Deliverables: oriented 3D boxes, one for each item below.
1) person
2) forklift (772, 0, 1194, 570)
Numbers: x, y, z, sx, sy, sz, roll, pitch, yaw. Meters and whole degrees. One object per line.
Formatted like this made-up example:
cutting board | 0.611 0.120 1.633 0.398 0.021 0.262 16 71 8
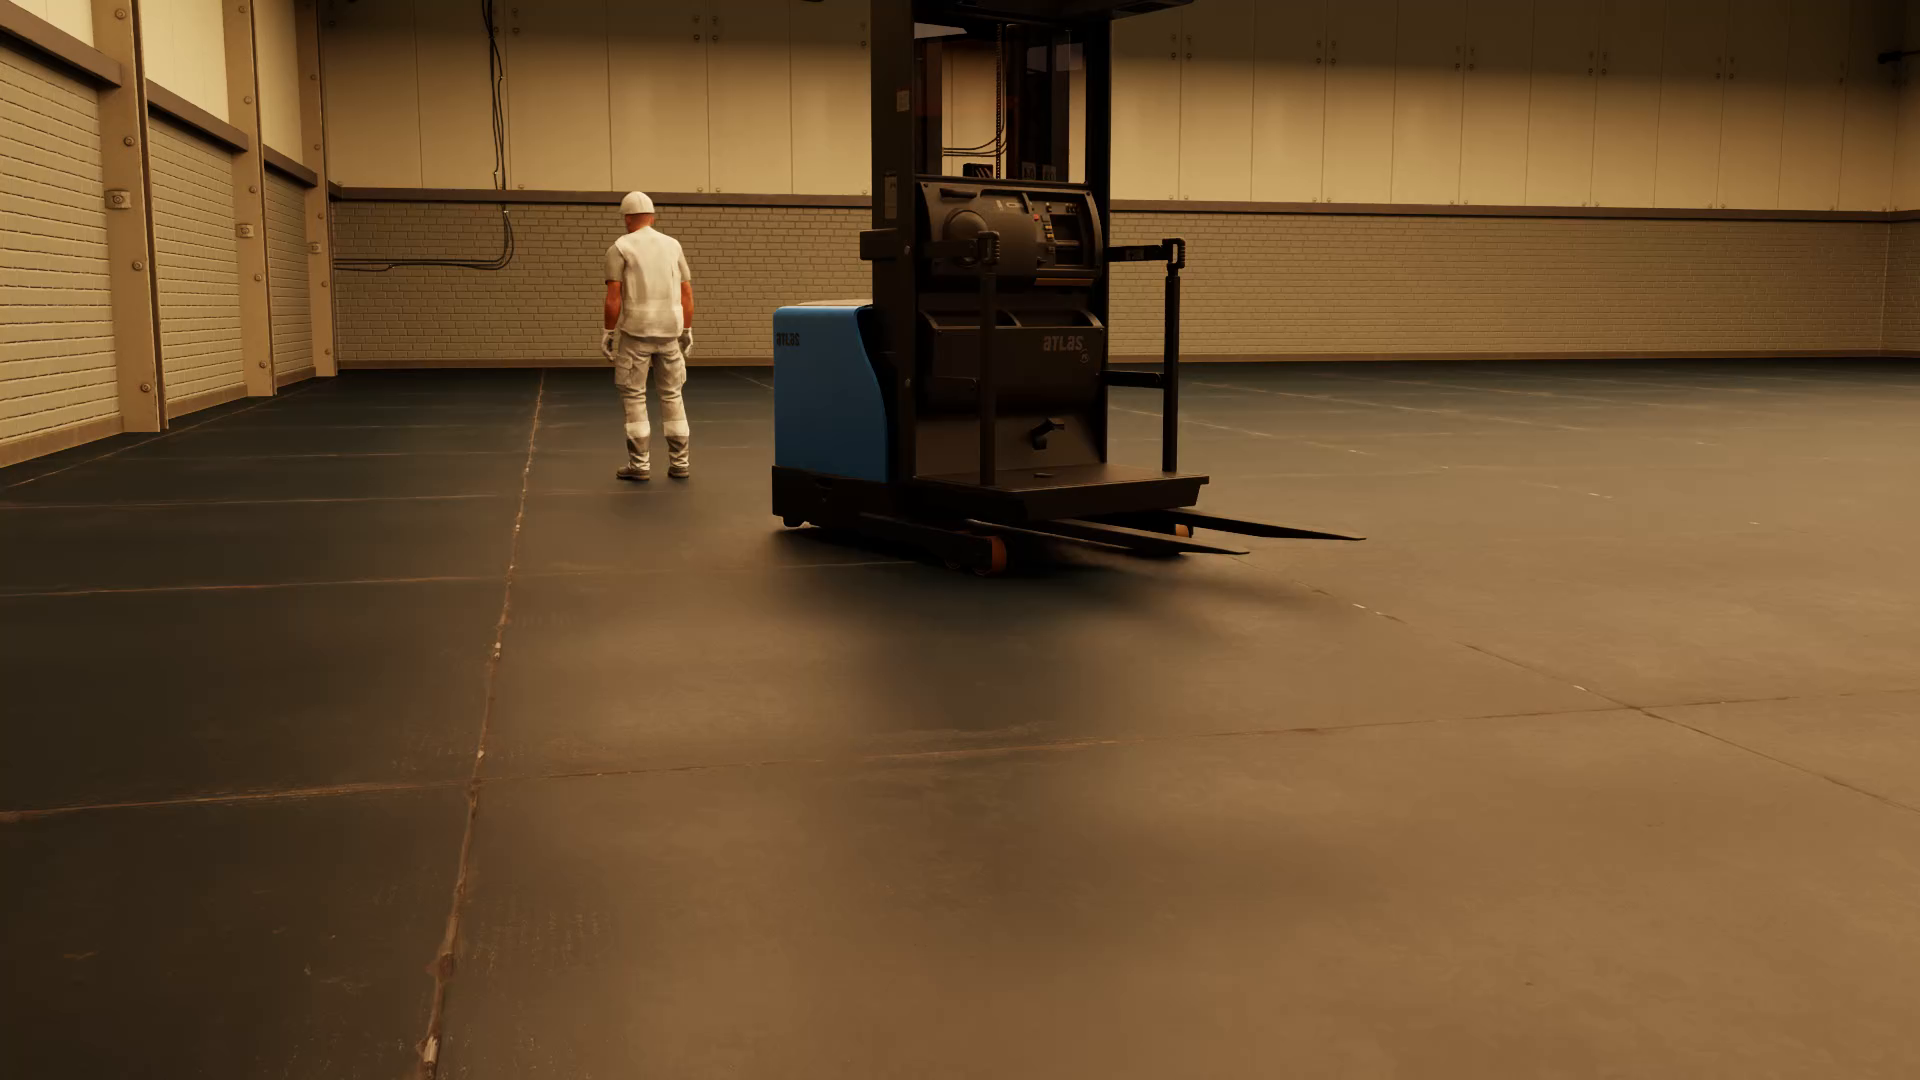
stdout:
person | -1.949 -1.301 10.385 0.609 1.721 0.454 -5 10 -33
forklift | 0.355 -1.383 7.015 1.130 2.935 3.031 -6 10 -35
